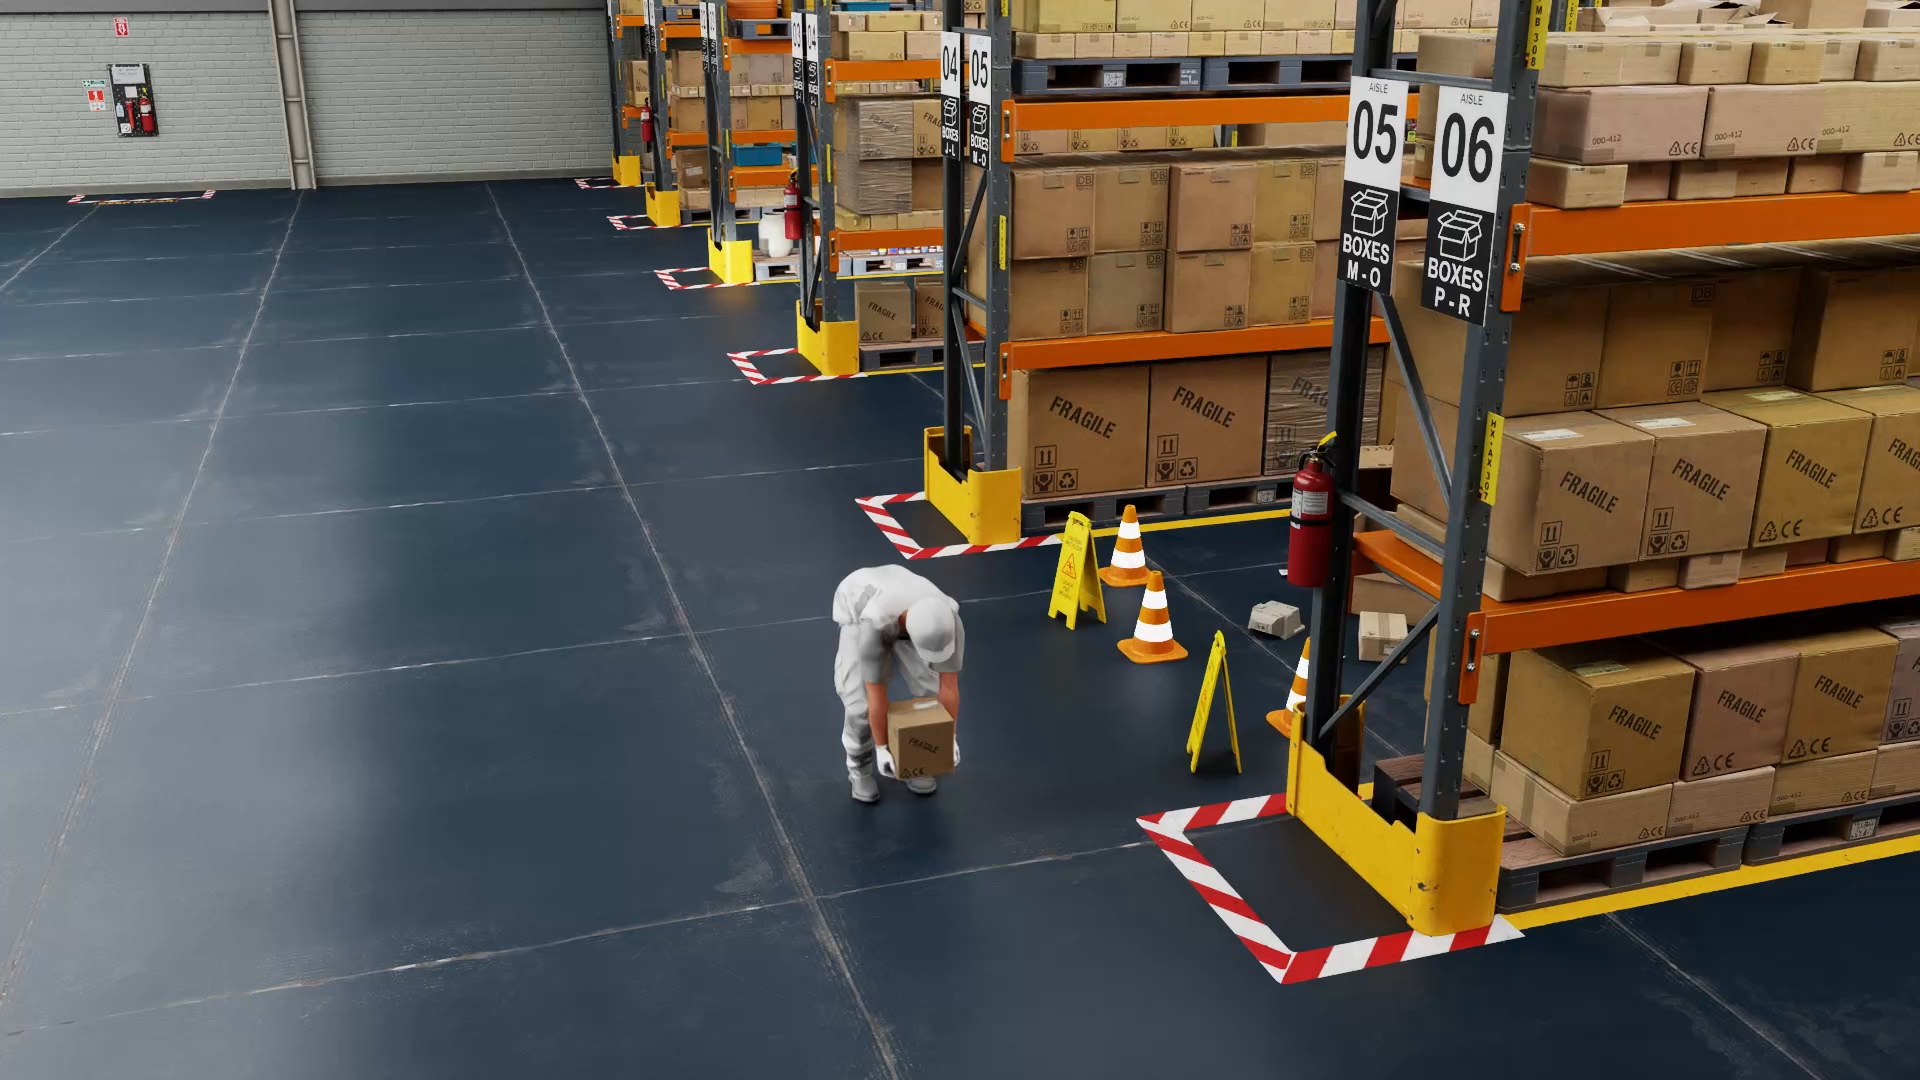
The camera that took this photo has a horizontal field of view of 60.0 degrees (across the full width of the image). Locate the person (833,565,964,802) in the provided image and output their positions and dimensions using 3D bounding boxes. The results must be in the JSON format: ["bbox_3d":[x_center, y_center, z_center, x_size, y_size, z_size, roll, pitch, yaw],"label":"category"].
[{"bbox_3d":[-0.256,0.665,7.354,0.522,1.135,0.951,-7,20,-20],"label":"person"}]
